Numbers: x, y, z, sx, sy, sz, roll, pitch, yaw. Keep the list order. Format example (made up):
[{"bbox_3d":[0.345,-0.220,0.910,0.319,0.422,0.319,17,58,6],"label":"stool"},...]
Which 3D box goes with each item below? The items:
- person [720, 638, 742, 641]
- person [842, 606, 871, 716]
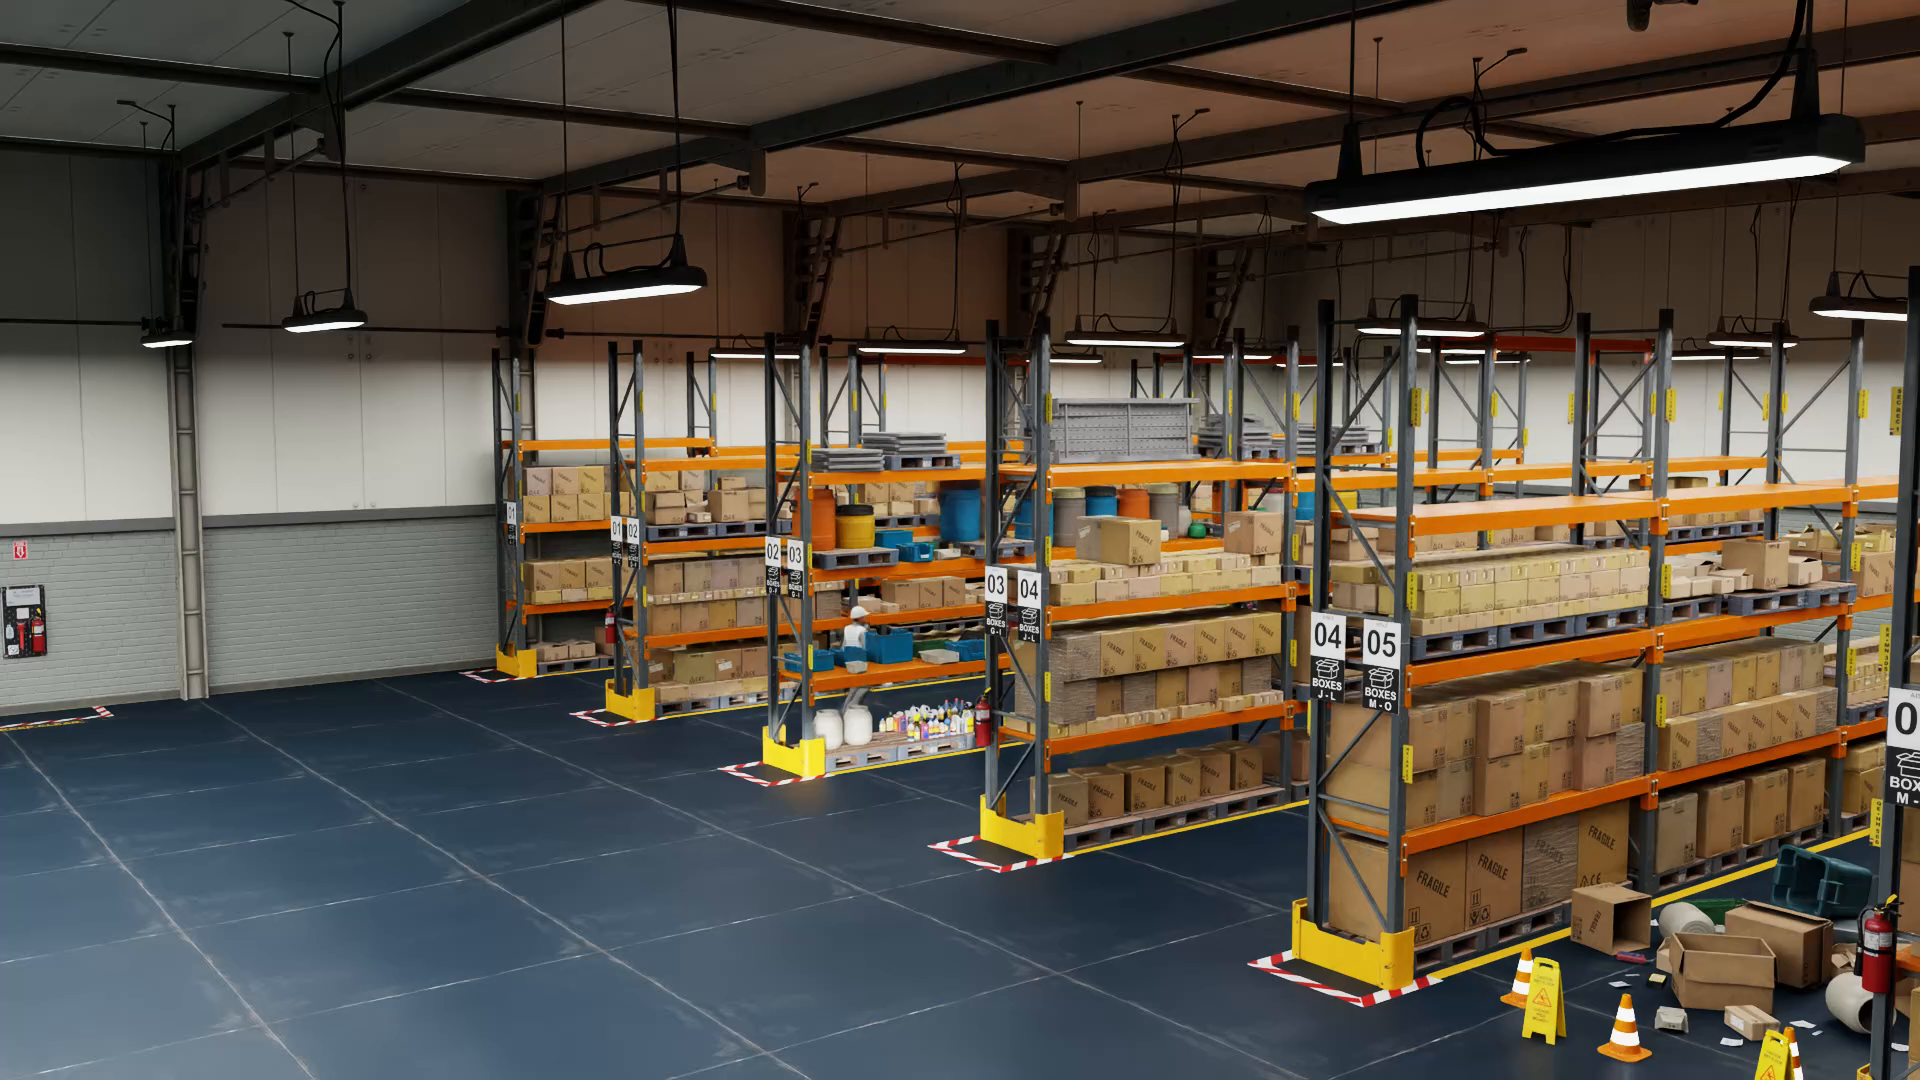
[{"bbox_3d":[-4.207,1.629,30.950,0.572,1.594,0.976,4,6,38],"label":"person"},{"bbox_3d":[-1.559,1.885,25.344,0.470,1.763,0.569,-4,7,-40],"label":"person"}]
